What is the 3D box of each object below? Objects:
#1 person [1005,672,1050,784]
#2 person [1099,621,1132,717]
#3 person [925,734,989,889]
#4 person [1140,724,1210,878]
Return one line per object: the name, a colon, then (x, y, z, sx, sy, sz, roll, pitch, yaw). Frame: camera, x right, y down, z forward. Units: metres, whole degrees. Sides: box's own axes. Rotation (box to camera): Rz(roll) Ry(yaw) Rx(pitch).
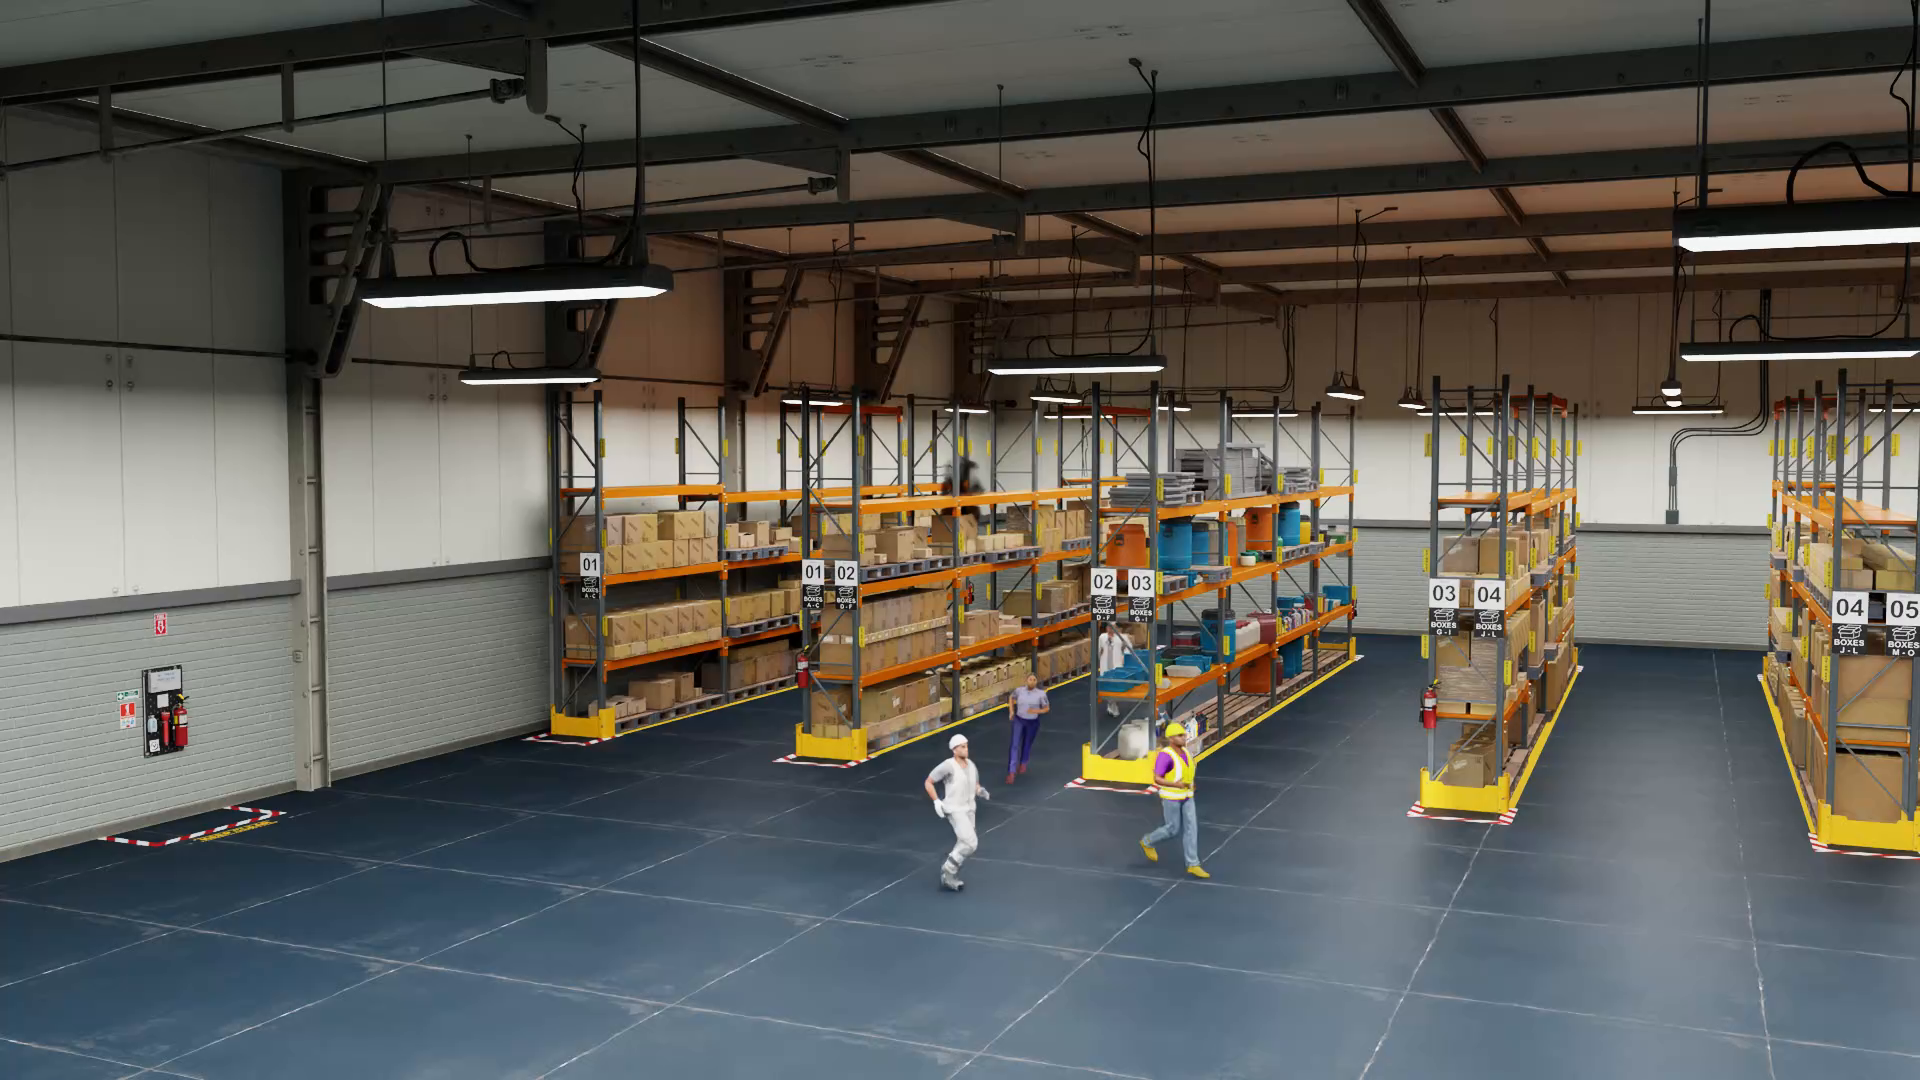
person: (1.030, 2.802, 25.092, 0.646, 1.594, 0.918, 0, 3, 6)
person: (2.830, 2.407, 31.110, 0.688, 1.814, 0.755, 1, 3, 16)
person: (0.034, 3.069, 18.753, 0.650, 1.743, 0.646, 3, 4, 39)
person: (2.532, 3.032, 19.528, 0.689, 1.762, 0.957, -3, 4, -44)
